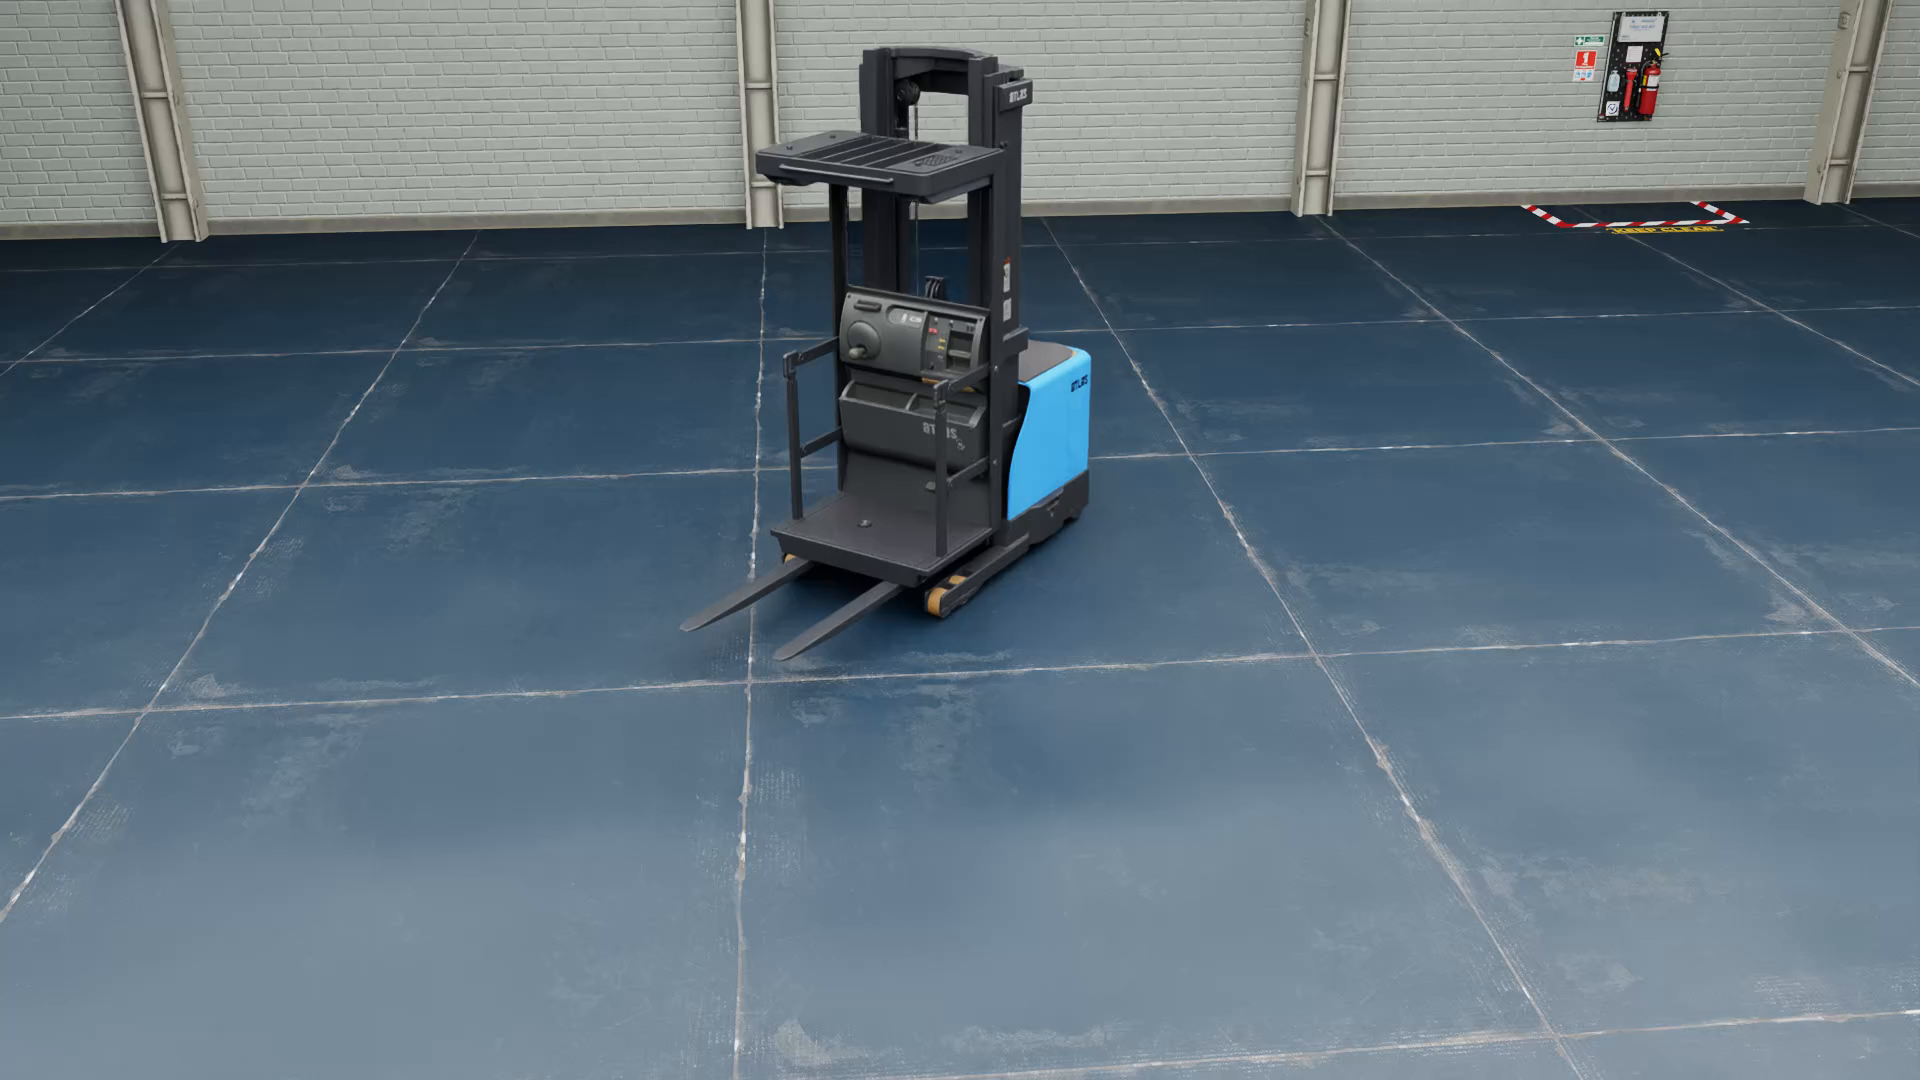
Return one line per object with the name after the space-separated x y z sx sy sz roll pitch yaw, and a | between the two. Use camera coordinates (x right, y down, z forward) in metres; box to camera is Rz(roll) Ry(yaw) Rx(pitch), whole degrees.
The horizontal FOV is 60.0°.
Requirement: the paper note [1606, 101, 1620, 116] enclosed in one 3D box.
7.206 -4.764 18.360 0.142 0.148 0.016 -2 24 -5 | paper note

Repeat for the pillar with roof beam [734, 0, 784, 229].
-1.666 -5.751 12.110 0.400 9.000 9.100 -2 24 -5 | pillar with roof beam

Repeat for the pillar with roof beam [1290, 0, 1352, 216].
4.304 -5.991 12.649 0.400 9.000 9.100 -2 24 -5 | pillar with roof beam

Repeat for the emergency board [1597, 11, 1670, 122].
7.389 -5.146 18.134 0.643 1.169 0.194 -2 24 -5 | emergency board

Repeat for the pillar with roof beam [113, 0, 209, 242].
-7.637 -5.512 11.571 0.400 9.000 9.100 -2 24 -5 | pillar with roof beam

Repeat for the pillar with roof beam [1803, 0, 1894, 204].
10.275 -6.230 13.188 0.400 9.000 9.100 -2 24 -5 | pillar with roof beam

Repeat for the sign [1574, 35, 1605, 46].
6.834 -5.420 18.056 0.331 0.109 0.001 -2 24 -5 | sign

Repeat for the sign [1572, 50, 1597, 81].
6.829 -5.182 18.171 0.234 0.329 0.001 -2 24 -5 | sign

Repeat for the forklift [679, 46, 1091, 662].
-0.383 -1.123 9.167 1.130 2.935 3.031 14 28 29 | forklift
